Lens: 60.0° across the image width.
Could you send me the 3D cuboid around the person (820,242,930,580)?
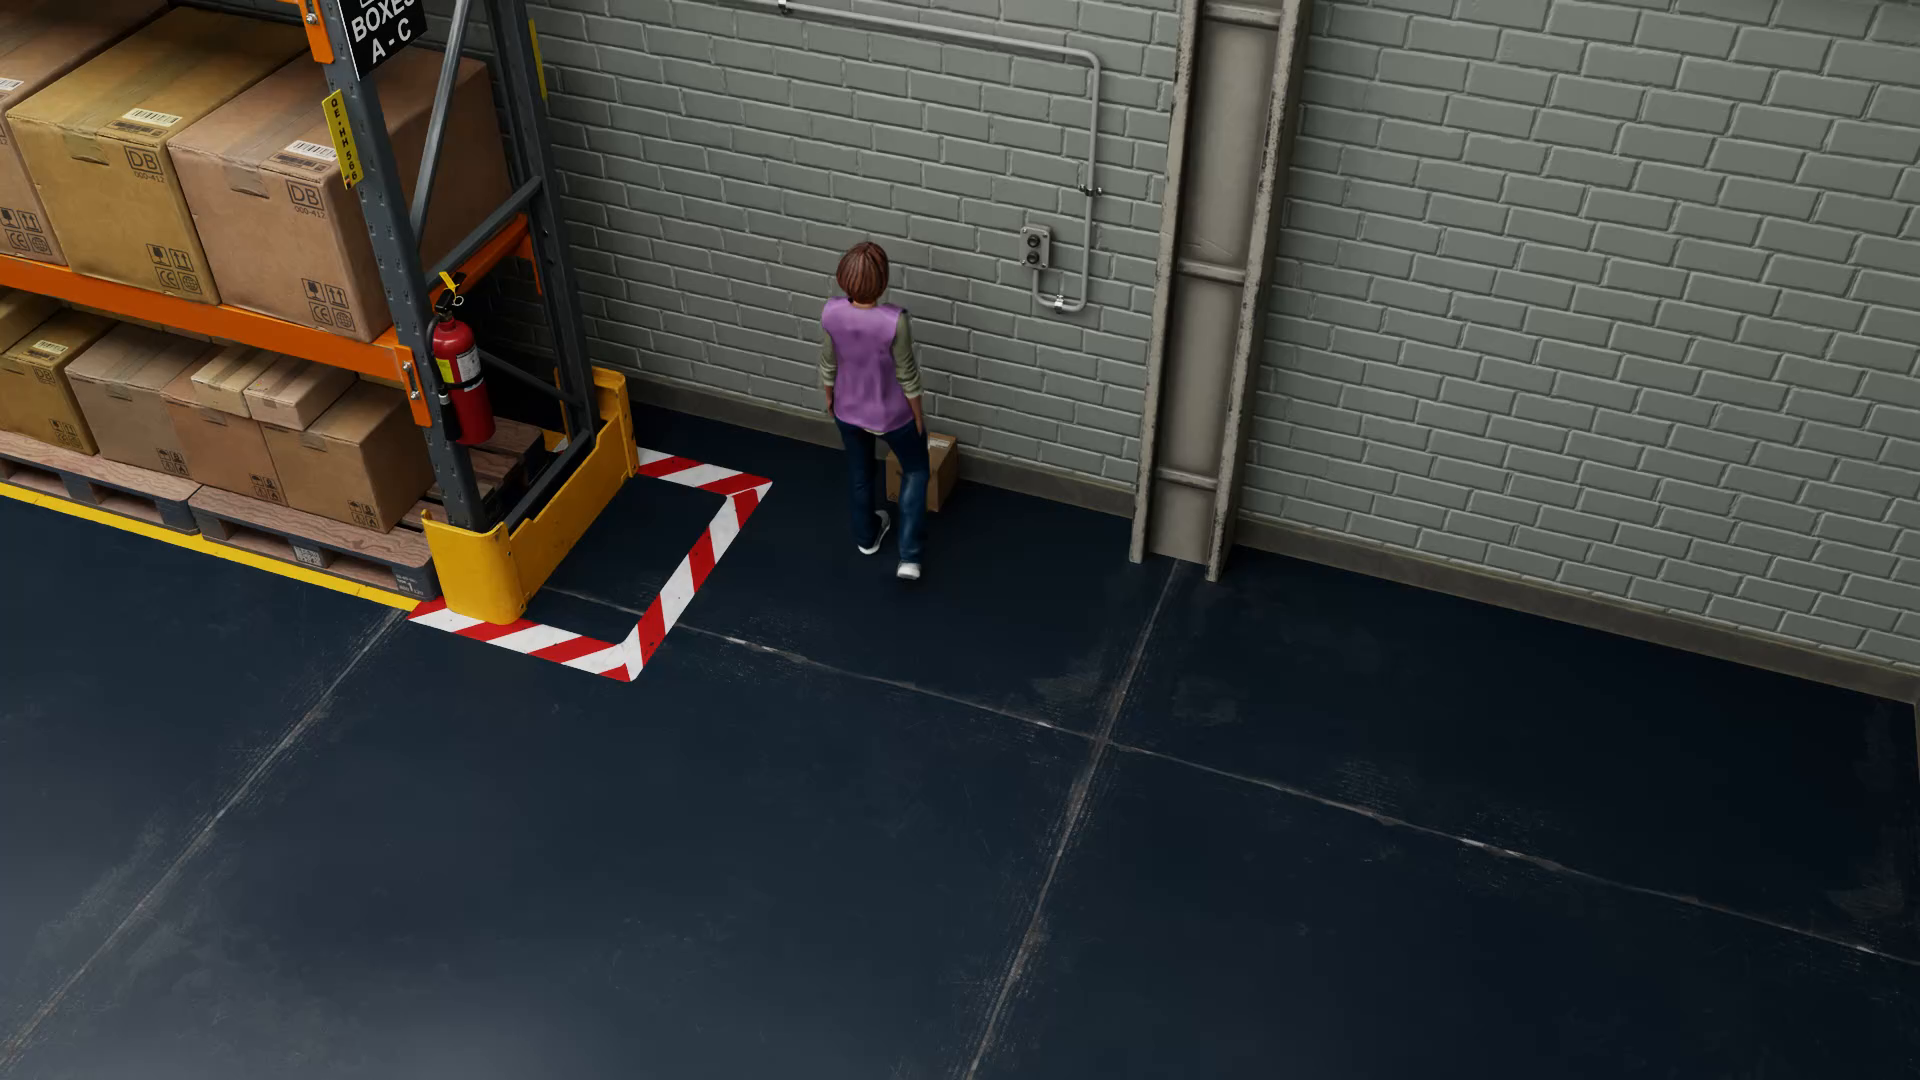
[{"bbox_3d":[-0.328,-0.529,6.752,0.470,1.612,0.446,14,44,15],"label":"person"}]
